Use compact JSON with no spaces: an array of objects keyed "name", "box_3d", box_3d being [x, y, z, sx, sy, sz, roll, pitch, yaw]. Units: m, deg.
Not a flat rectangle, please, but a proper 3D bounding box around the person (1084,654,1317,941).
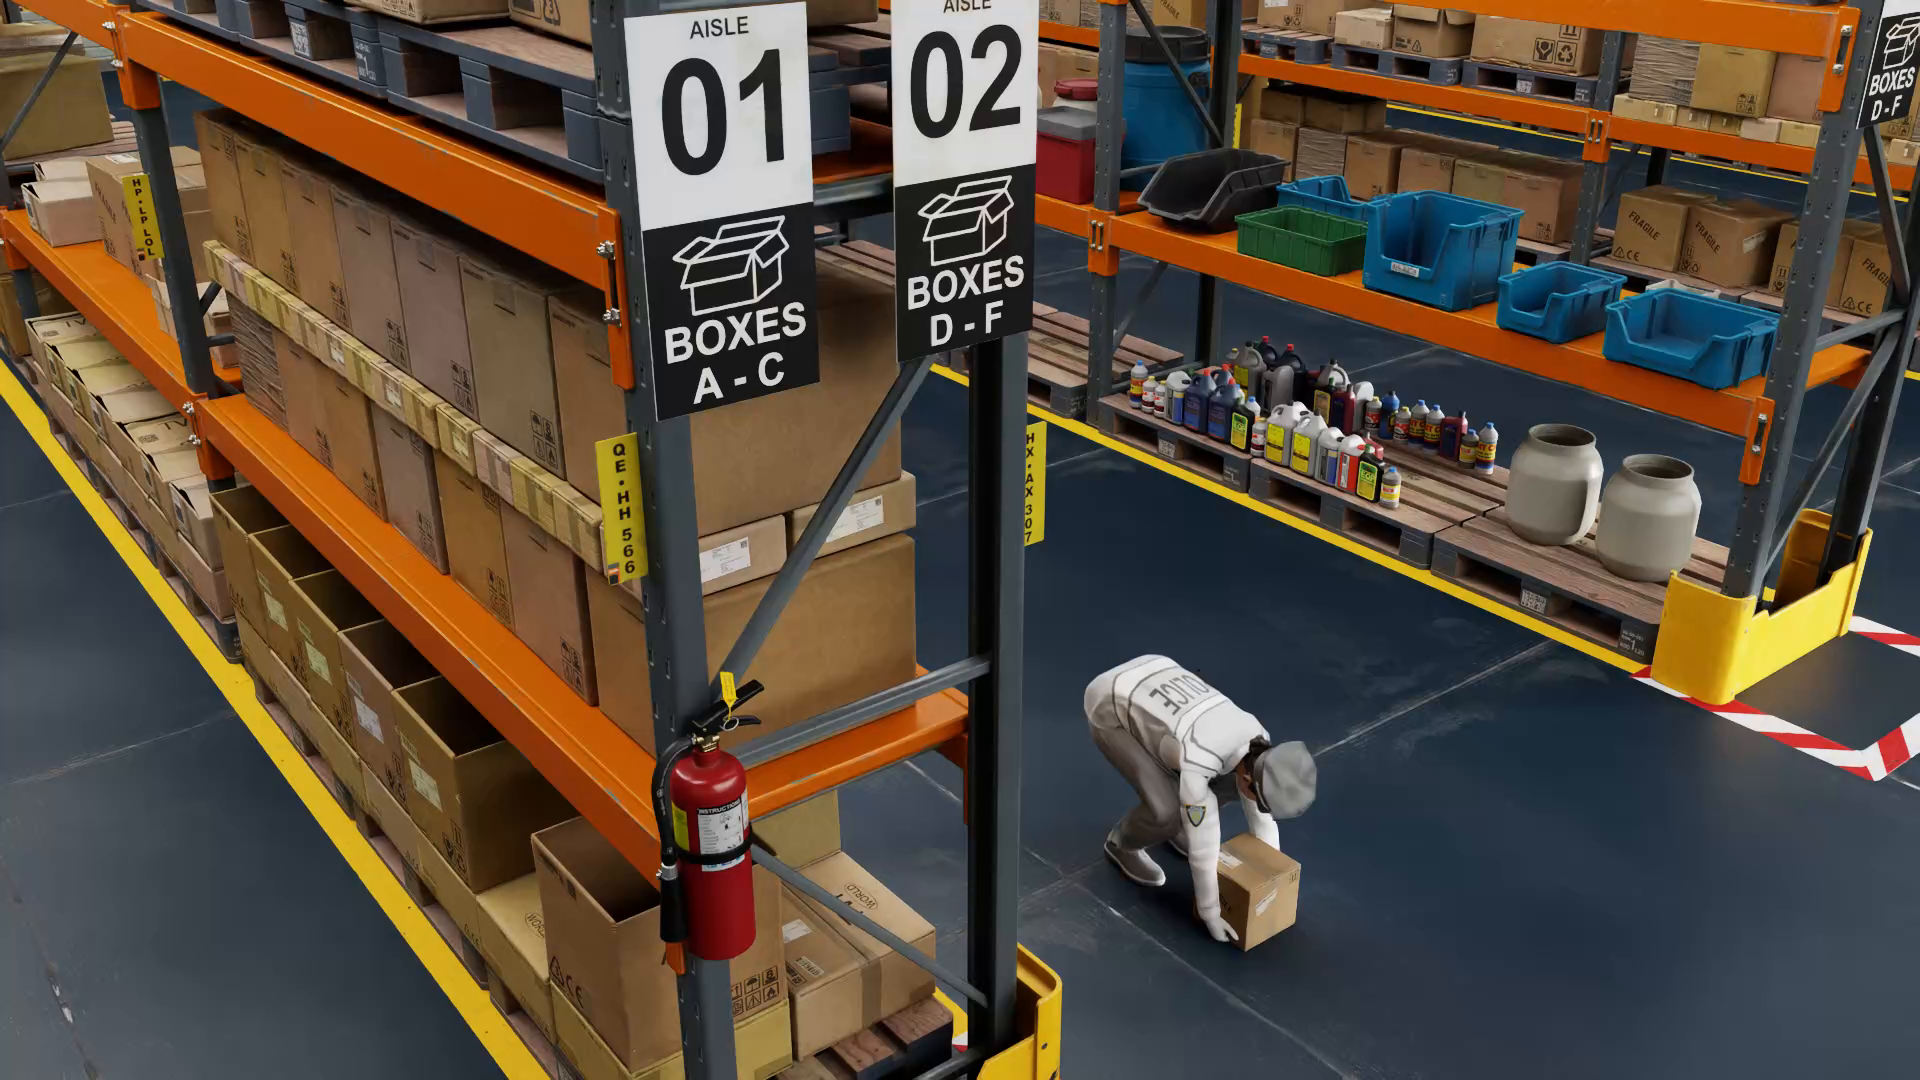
[{"name":"person","box_3d":[0.829,0.869,5.814,0.461,0.784,0.911,-19,31,-36]}]
